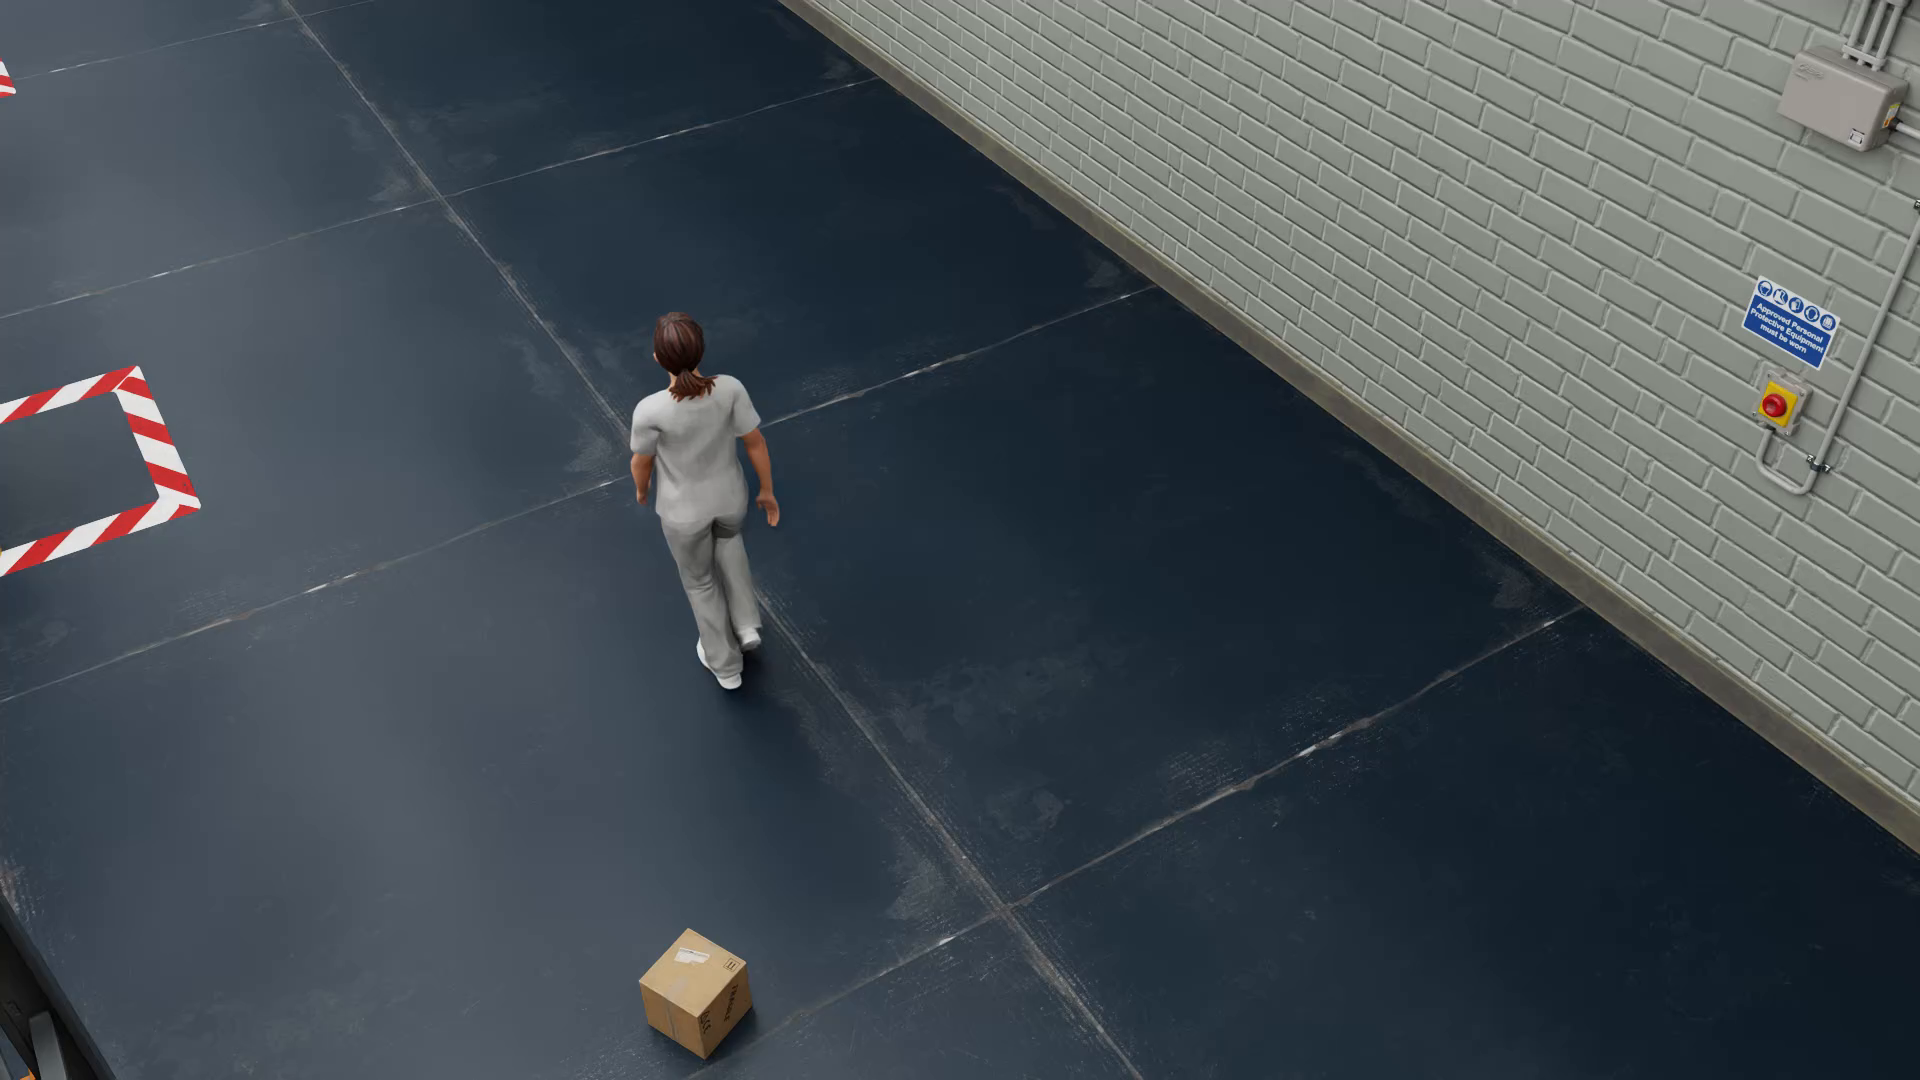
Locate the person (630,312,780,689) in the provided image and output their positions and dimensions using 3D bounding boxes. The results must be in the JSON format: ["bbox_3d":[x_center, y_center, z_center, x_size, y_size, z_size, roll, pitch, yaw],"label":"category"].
[{"bbox_3d":[-0.975,-0.150,6.323,0.493,1.685,0.449,-20,45,-22],"label":"person"}]
